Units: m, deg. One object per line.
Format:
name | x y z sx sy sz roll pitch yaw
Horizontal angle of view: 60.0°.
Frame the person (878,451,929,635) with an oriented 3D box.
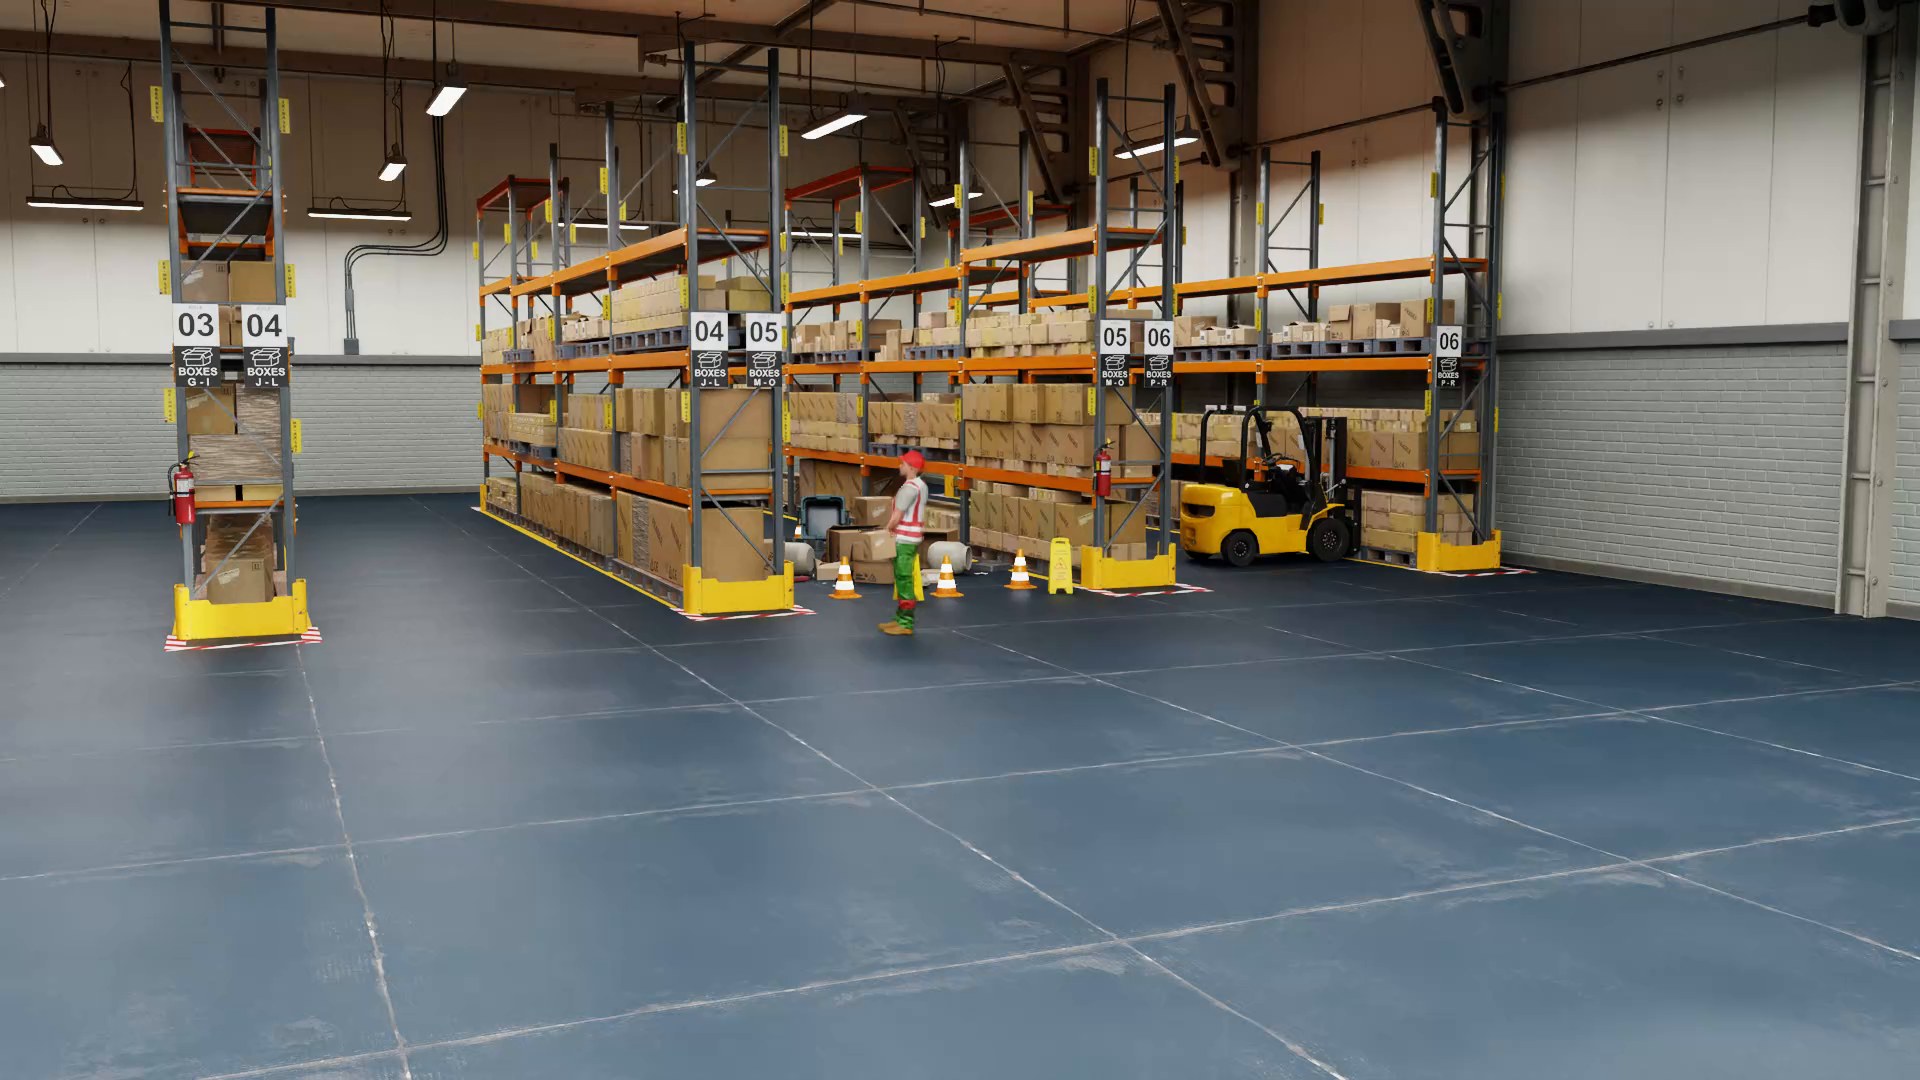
person | -0.587 0.025 16.227 0.526 1.792 0.524 1 5 12
